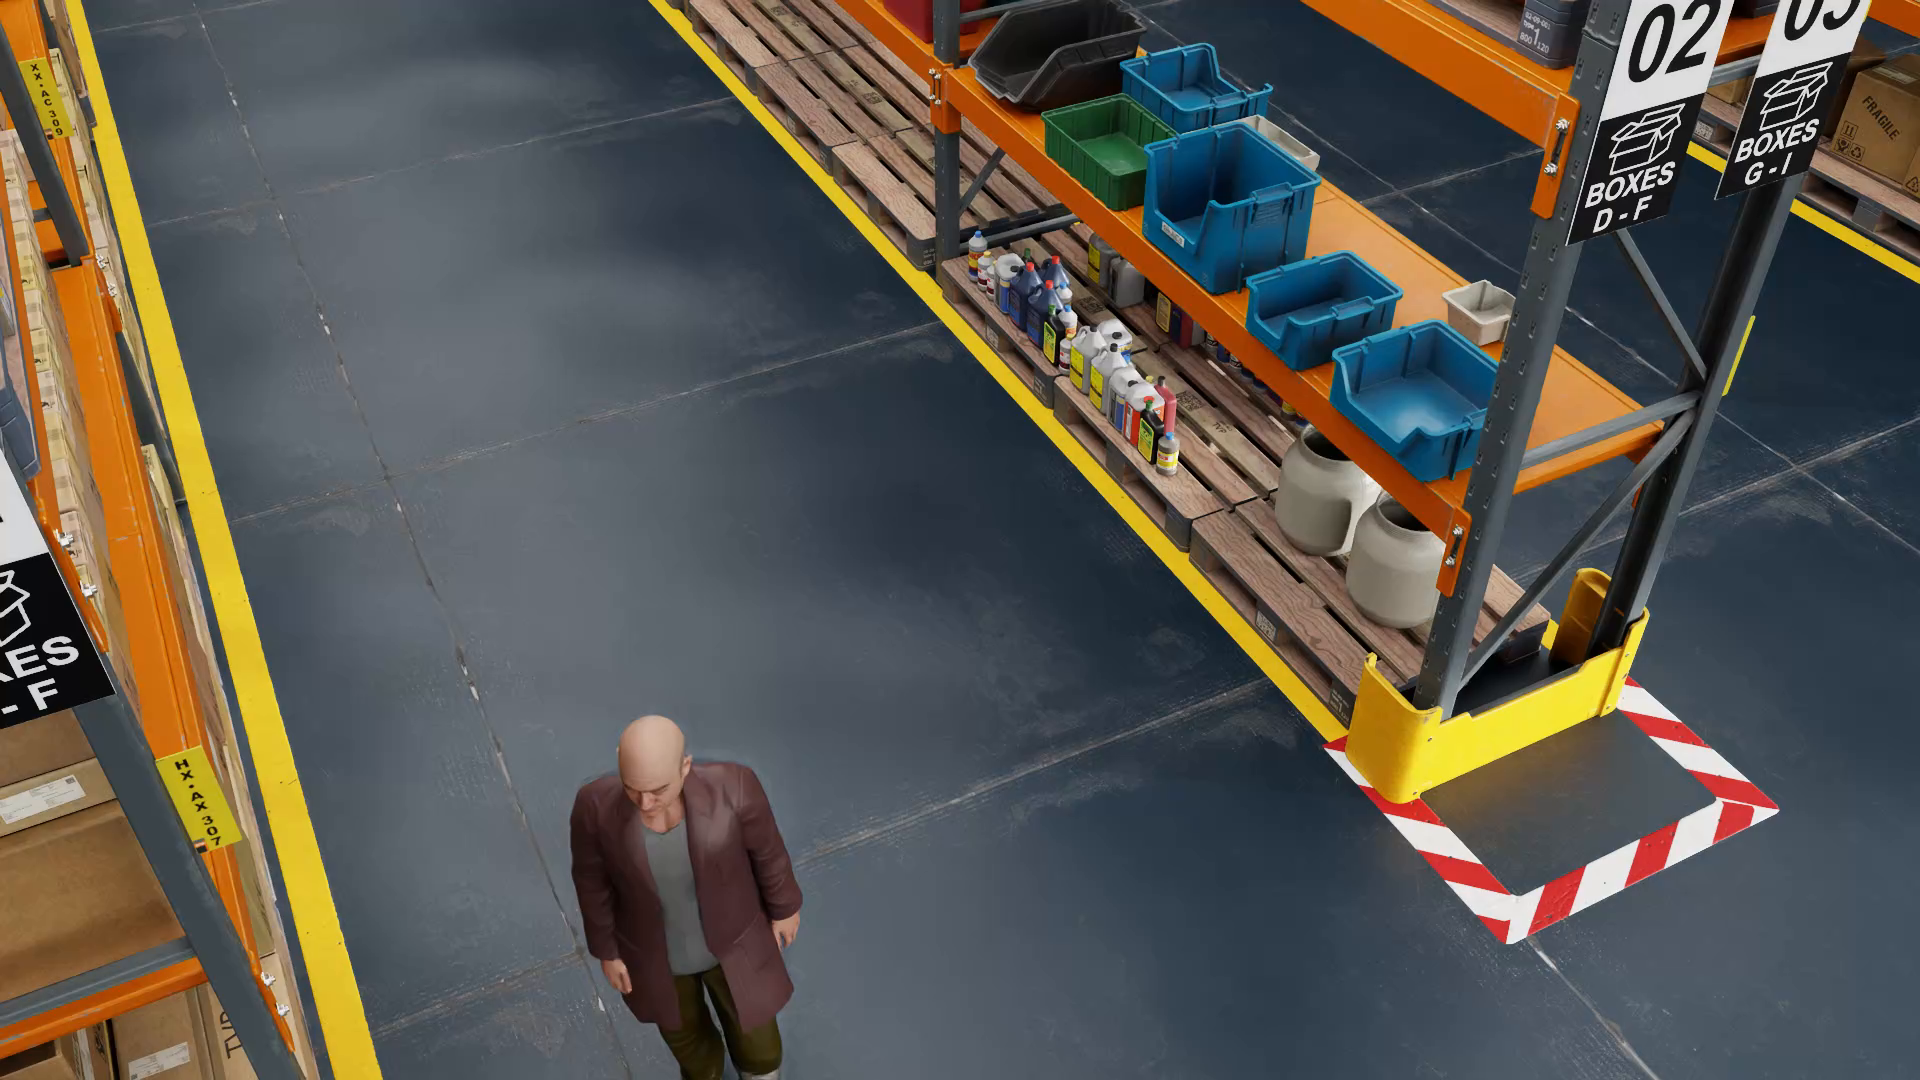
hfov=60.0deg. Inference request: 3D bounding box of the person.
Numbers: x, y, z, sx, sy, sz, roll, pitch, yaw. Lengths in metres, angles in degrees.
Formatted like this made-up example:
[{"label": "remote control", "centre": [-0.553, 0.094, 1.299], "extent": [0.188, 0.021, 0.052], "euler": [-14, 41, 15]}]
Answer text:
[{"label": "person", "centre": [-0.761, 1.236, 4.857], "extent": [0.630, 1.612, 0.485], "euler": [-4, 41, -5]}]
